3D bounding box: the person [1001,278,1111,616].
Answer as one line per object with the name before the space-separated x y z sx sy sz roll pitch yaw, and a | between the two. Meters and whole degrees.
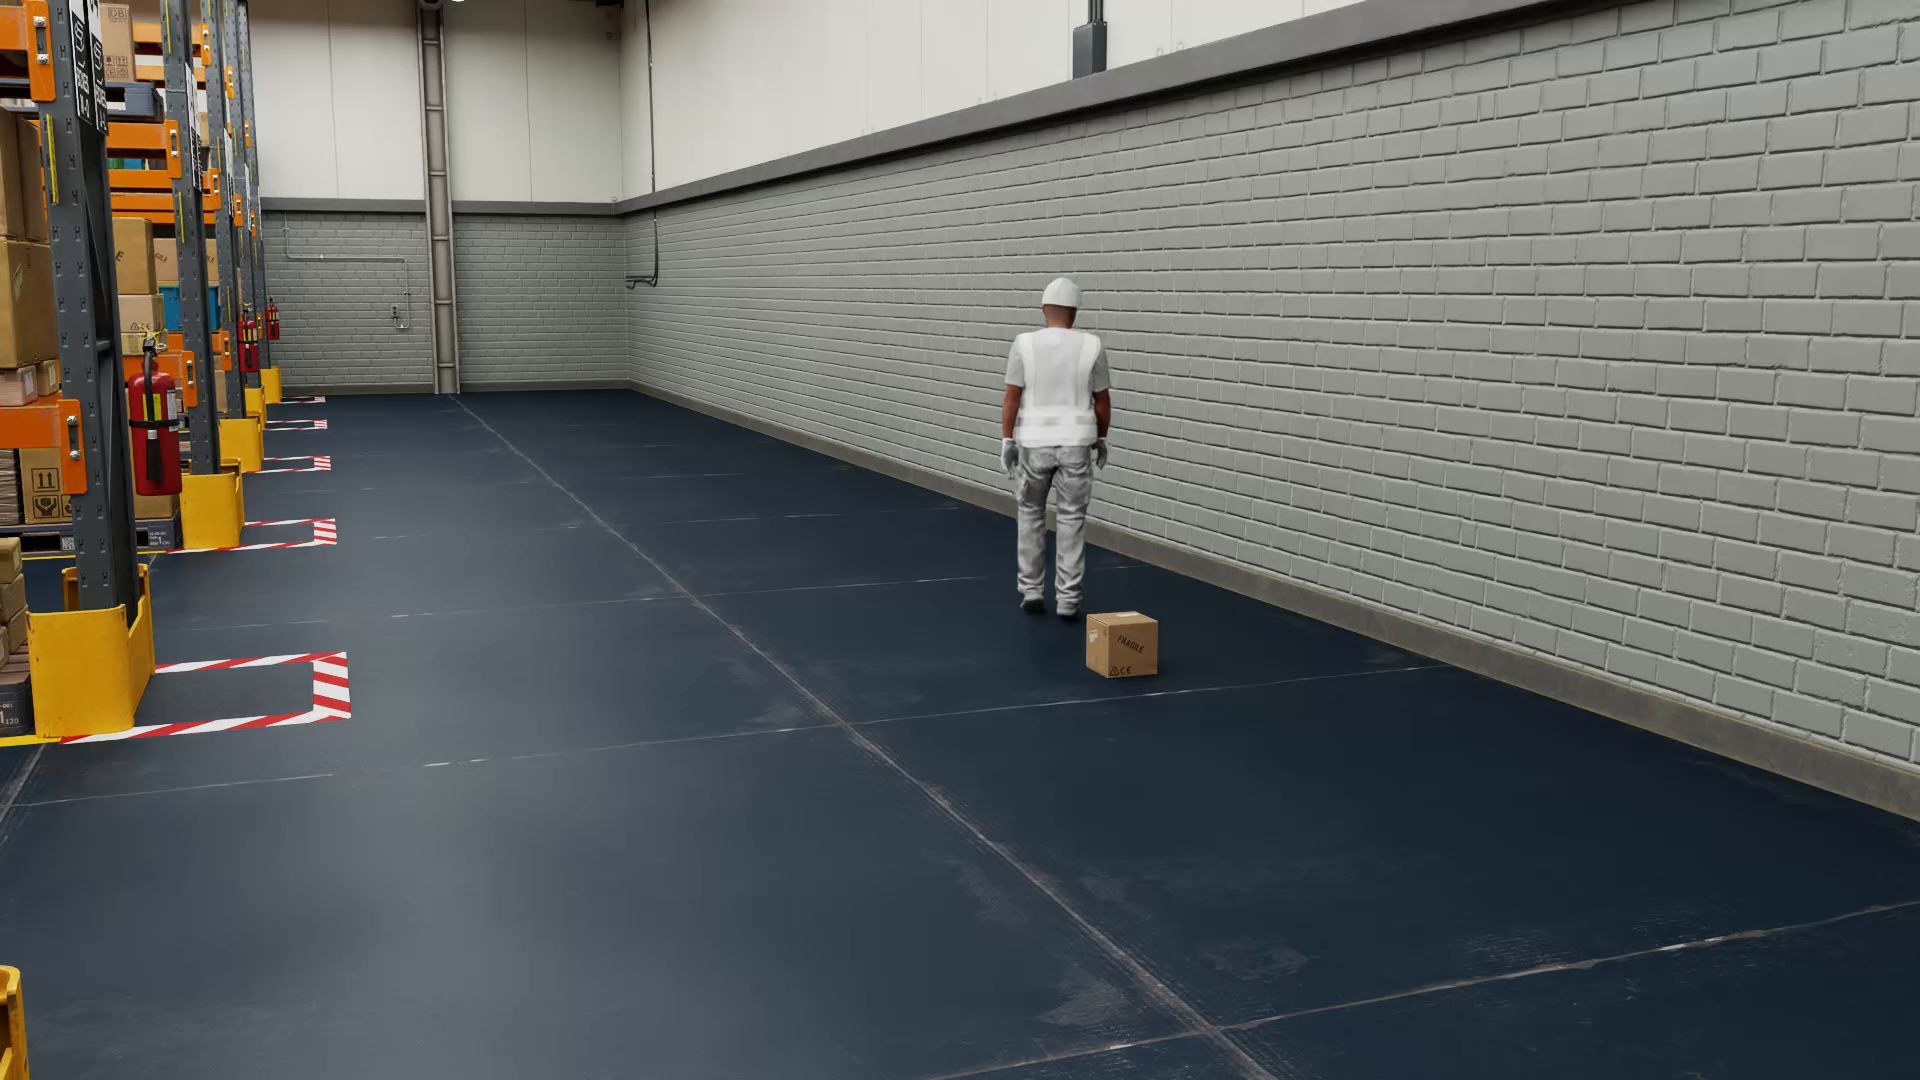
person | 0.516 -0.472 8.928 0.578 1.850 0.541 1 9 4
